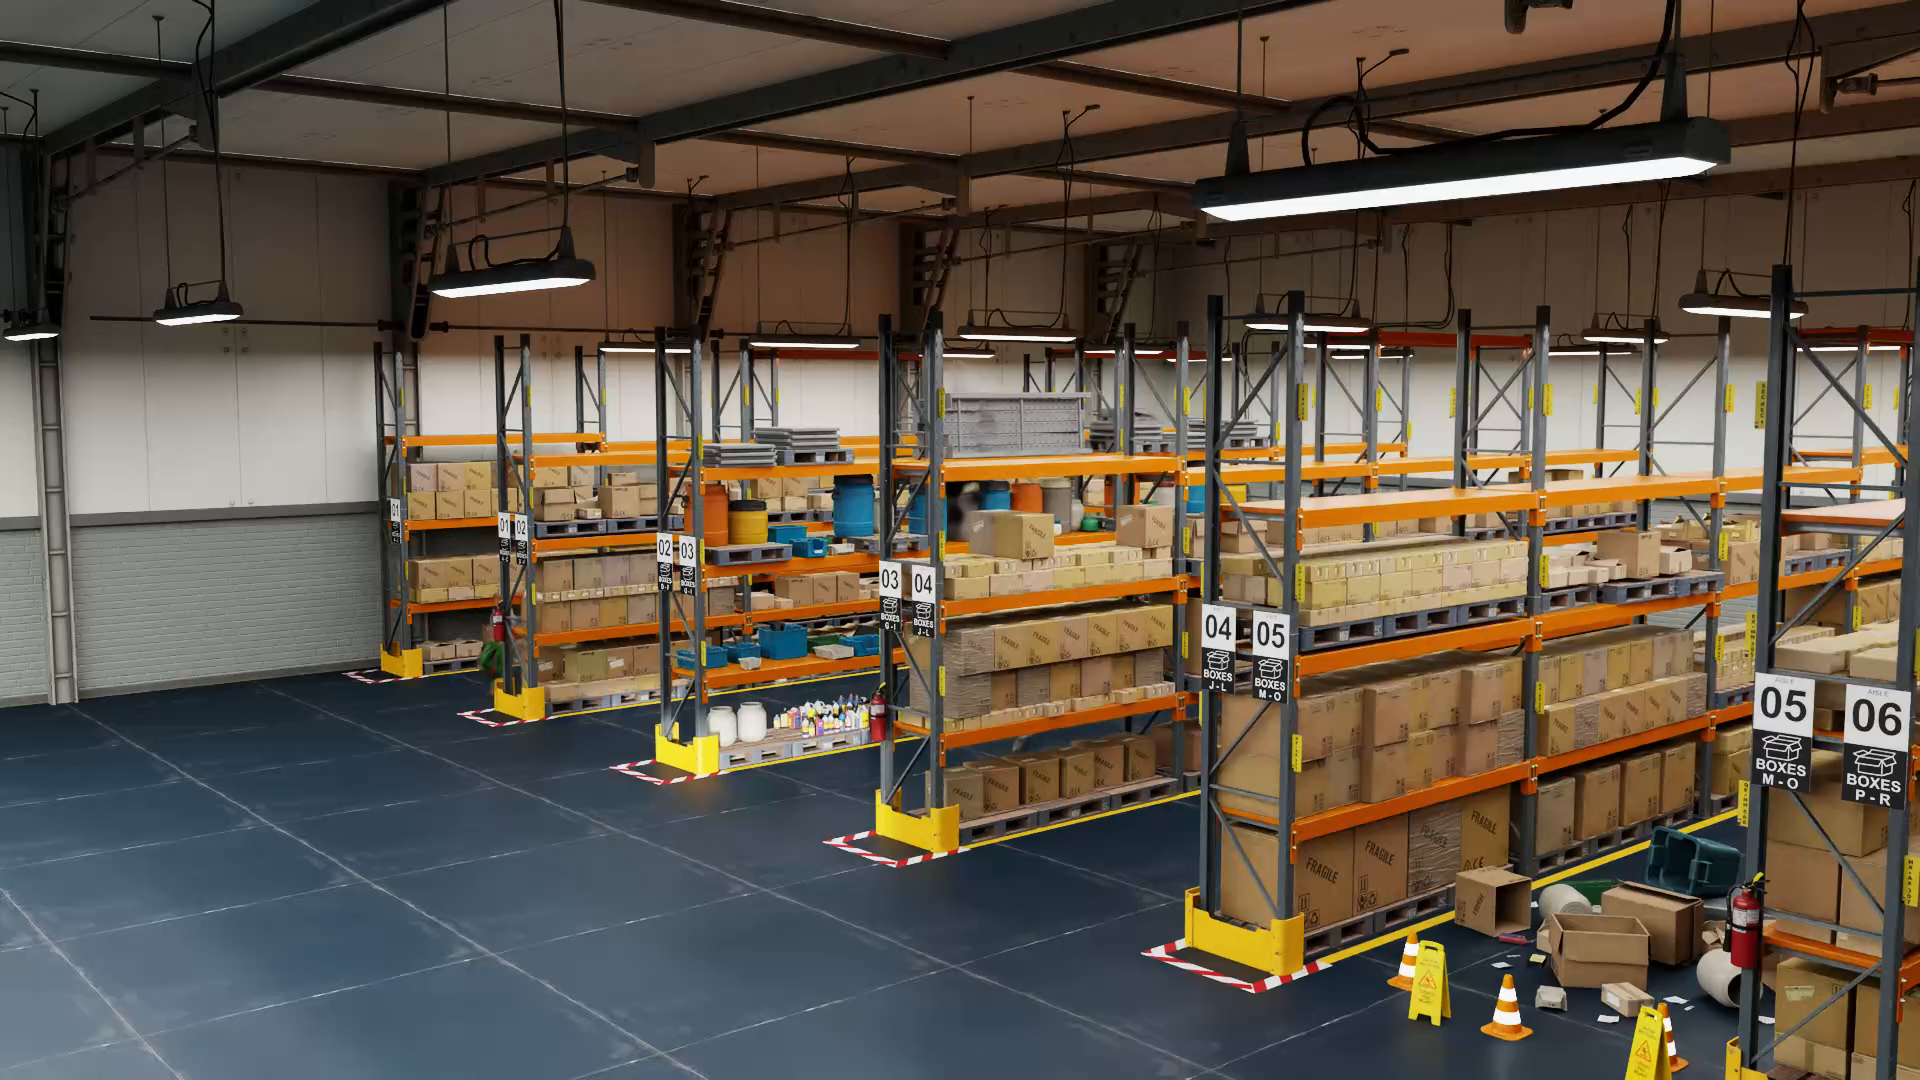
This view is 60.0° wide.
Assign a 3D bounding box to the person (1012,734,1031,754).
[{"bbox_3d":[0.781,1.952,22.723,0.632,1.879,0.692,4,7,38],"label":"person"}]

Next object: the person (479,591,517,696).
[{"bbox_3d":[-7.742,1.740,27.955,0.730,1.787,0.639,5,7,44],"label":"person"}]
